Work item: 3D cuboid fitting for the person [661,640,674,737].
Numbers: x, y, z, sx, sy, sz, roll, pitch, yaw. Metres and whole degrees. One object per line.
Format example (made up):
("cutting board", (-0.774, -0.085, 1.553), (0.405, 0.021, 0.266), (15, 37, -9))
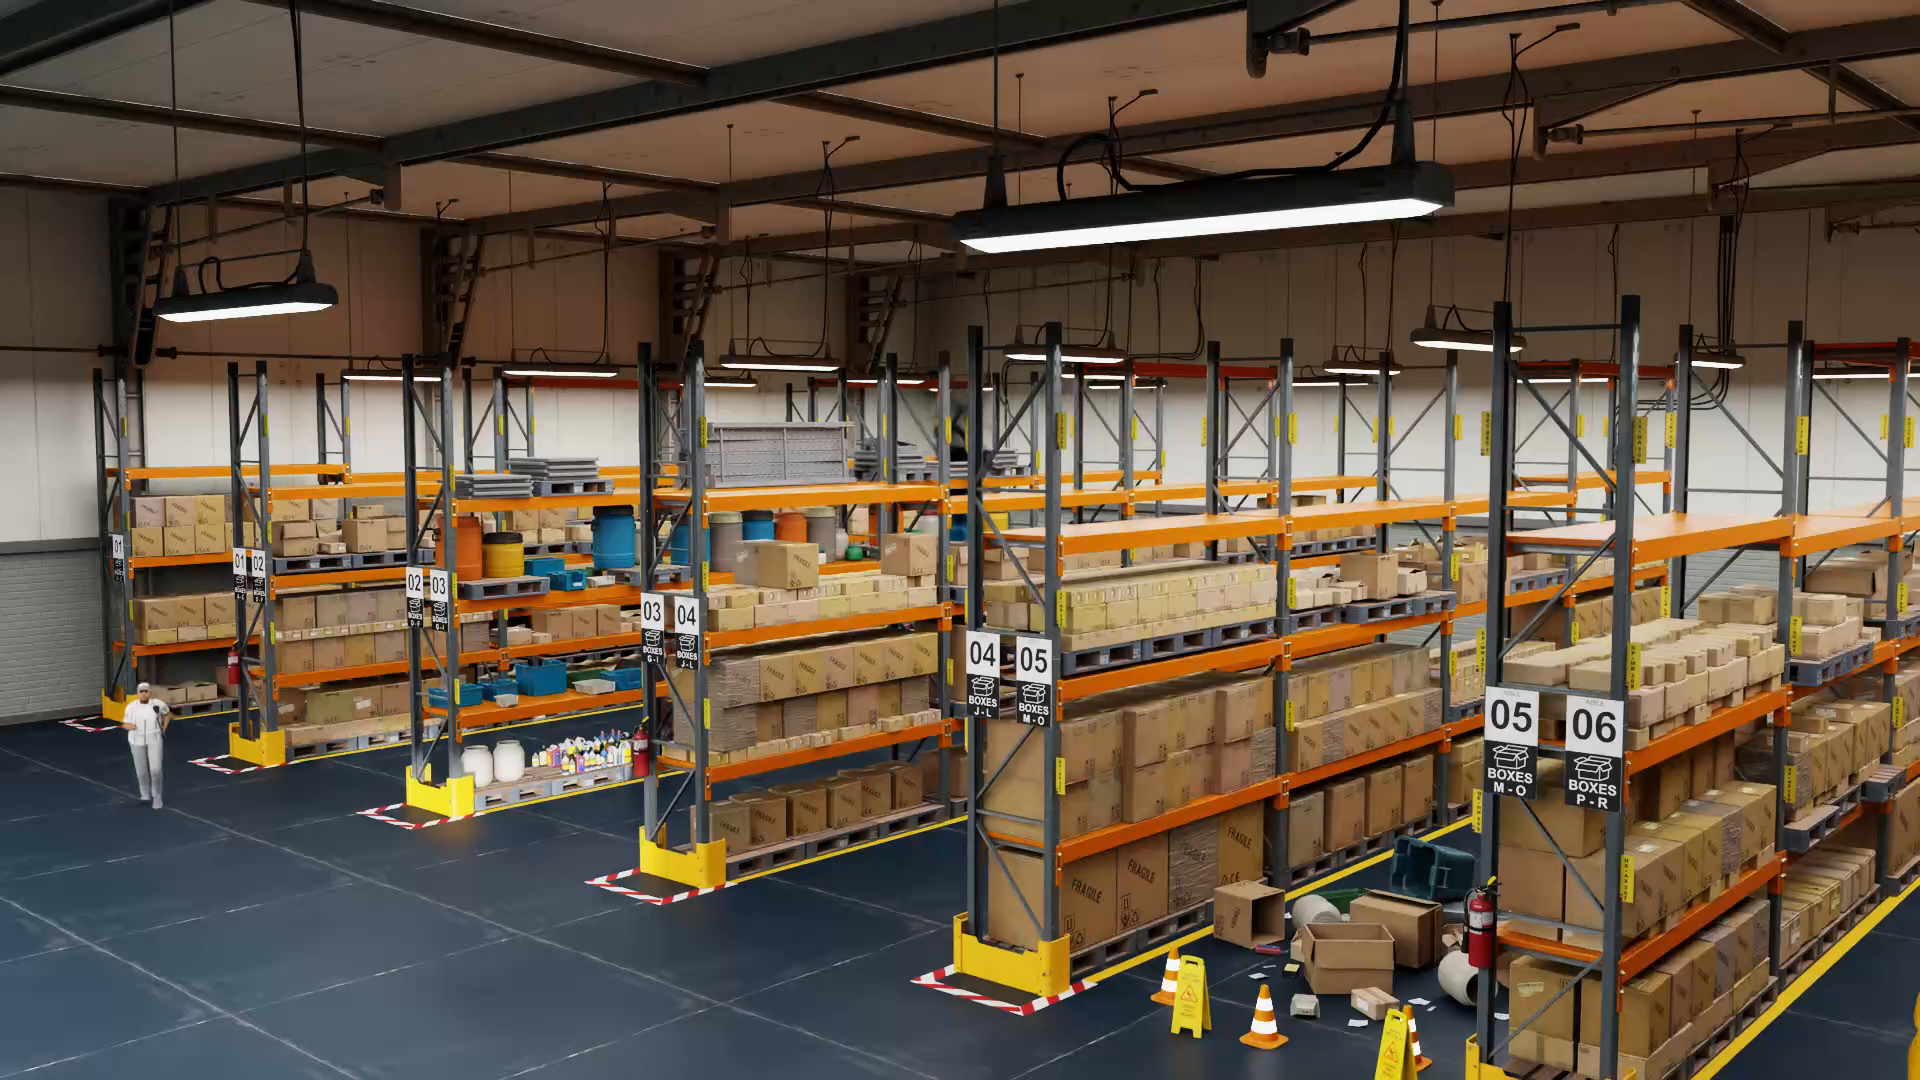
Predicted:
("person", (-4.853, 2.358, 26.912), (0.641, 1.695, 0.559), (-4, 6, -44))

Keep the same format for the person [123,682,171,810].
("person", (-10.783, 2.726, 22.057), (0.554, 1.705, 0.759), (-1, 4, -19))
